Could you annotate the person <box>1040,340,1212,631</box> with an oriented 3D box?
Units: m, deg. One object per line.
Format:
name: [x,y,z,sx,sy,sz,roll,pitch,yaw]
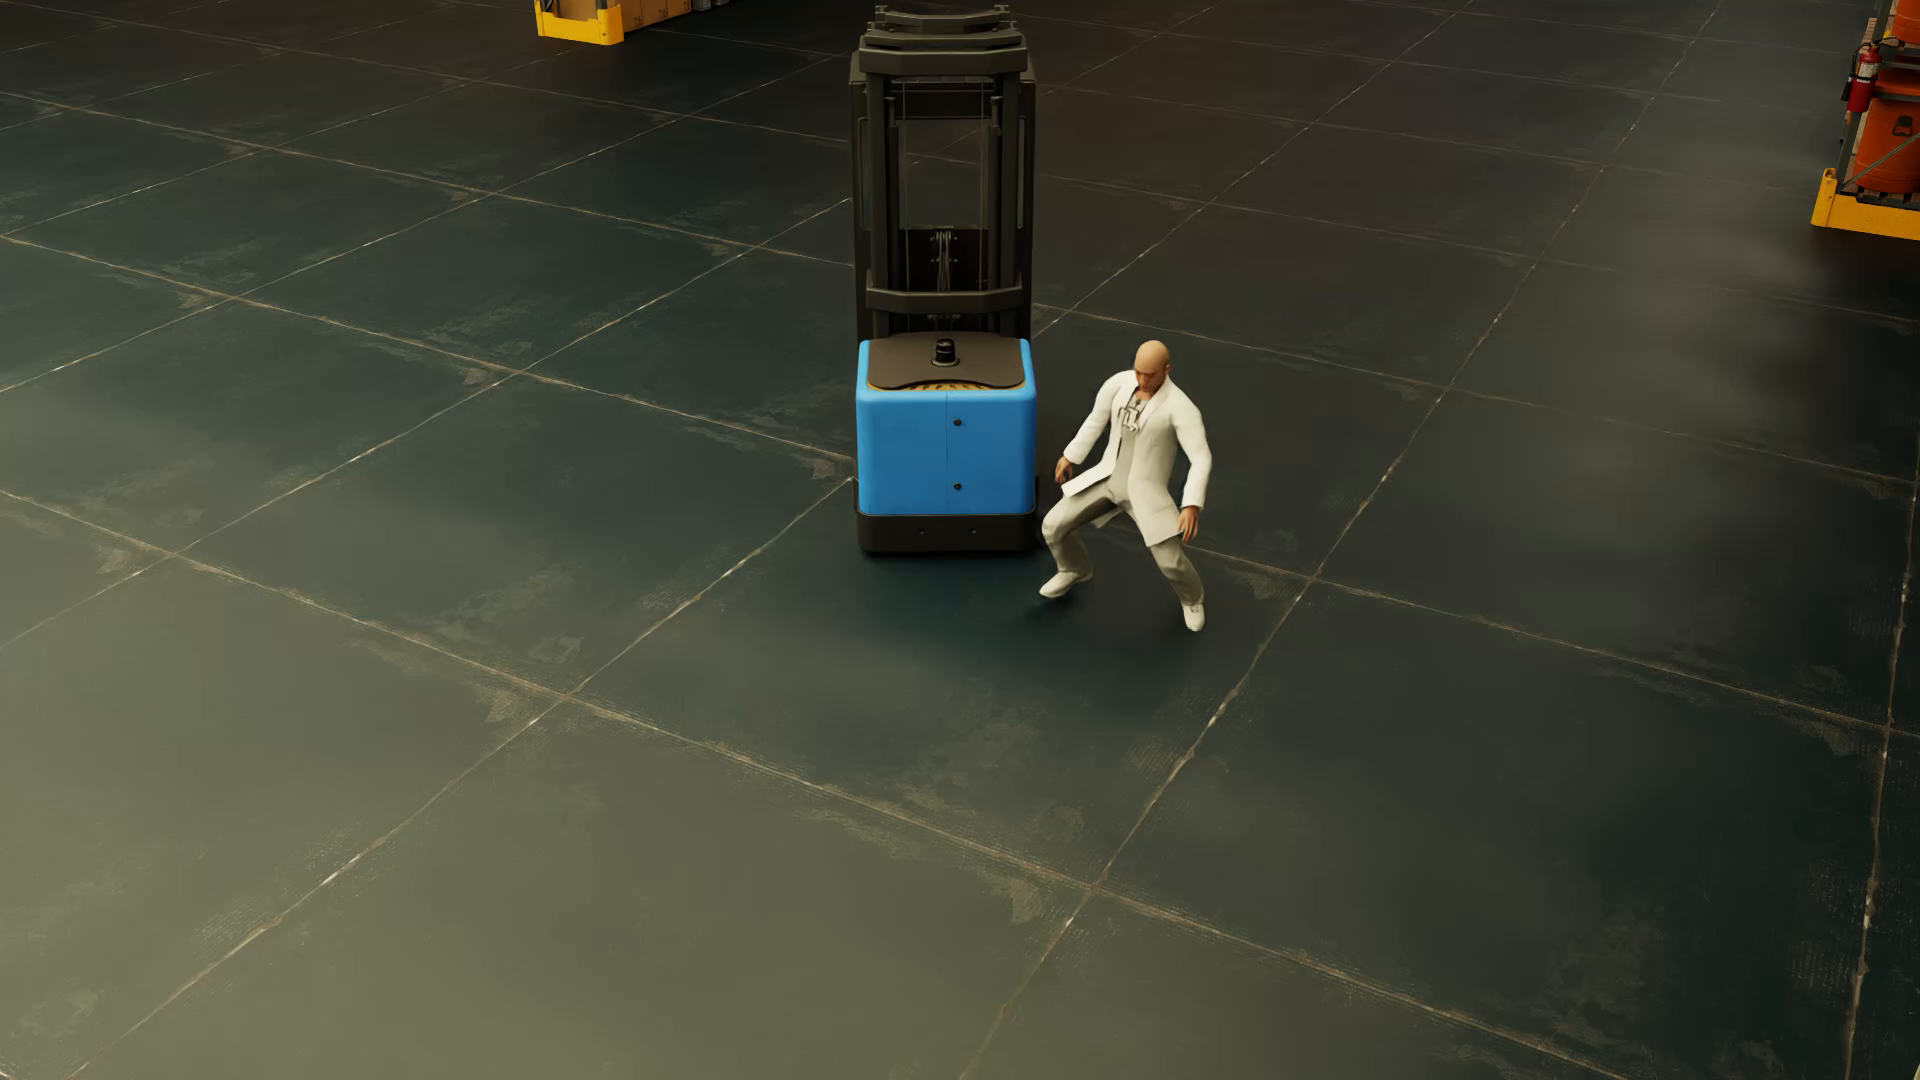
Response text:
person: [0.965,-0.299,8.920,1.003,1.645,0.714,24,38,35]

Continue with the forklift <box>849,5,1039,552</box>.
forklift: [-0.108,-1.899,10.360,1.130,2.935,3.031,-1,30,-1]
